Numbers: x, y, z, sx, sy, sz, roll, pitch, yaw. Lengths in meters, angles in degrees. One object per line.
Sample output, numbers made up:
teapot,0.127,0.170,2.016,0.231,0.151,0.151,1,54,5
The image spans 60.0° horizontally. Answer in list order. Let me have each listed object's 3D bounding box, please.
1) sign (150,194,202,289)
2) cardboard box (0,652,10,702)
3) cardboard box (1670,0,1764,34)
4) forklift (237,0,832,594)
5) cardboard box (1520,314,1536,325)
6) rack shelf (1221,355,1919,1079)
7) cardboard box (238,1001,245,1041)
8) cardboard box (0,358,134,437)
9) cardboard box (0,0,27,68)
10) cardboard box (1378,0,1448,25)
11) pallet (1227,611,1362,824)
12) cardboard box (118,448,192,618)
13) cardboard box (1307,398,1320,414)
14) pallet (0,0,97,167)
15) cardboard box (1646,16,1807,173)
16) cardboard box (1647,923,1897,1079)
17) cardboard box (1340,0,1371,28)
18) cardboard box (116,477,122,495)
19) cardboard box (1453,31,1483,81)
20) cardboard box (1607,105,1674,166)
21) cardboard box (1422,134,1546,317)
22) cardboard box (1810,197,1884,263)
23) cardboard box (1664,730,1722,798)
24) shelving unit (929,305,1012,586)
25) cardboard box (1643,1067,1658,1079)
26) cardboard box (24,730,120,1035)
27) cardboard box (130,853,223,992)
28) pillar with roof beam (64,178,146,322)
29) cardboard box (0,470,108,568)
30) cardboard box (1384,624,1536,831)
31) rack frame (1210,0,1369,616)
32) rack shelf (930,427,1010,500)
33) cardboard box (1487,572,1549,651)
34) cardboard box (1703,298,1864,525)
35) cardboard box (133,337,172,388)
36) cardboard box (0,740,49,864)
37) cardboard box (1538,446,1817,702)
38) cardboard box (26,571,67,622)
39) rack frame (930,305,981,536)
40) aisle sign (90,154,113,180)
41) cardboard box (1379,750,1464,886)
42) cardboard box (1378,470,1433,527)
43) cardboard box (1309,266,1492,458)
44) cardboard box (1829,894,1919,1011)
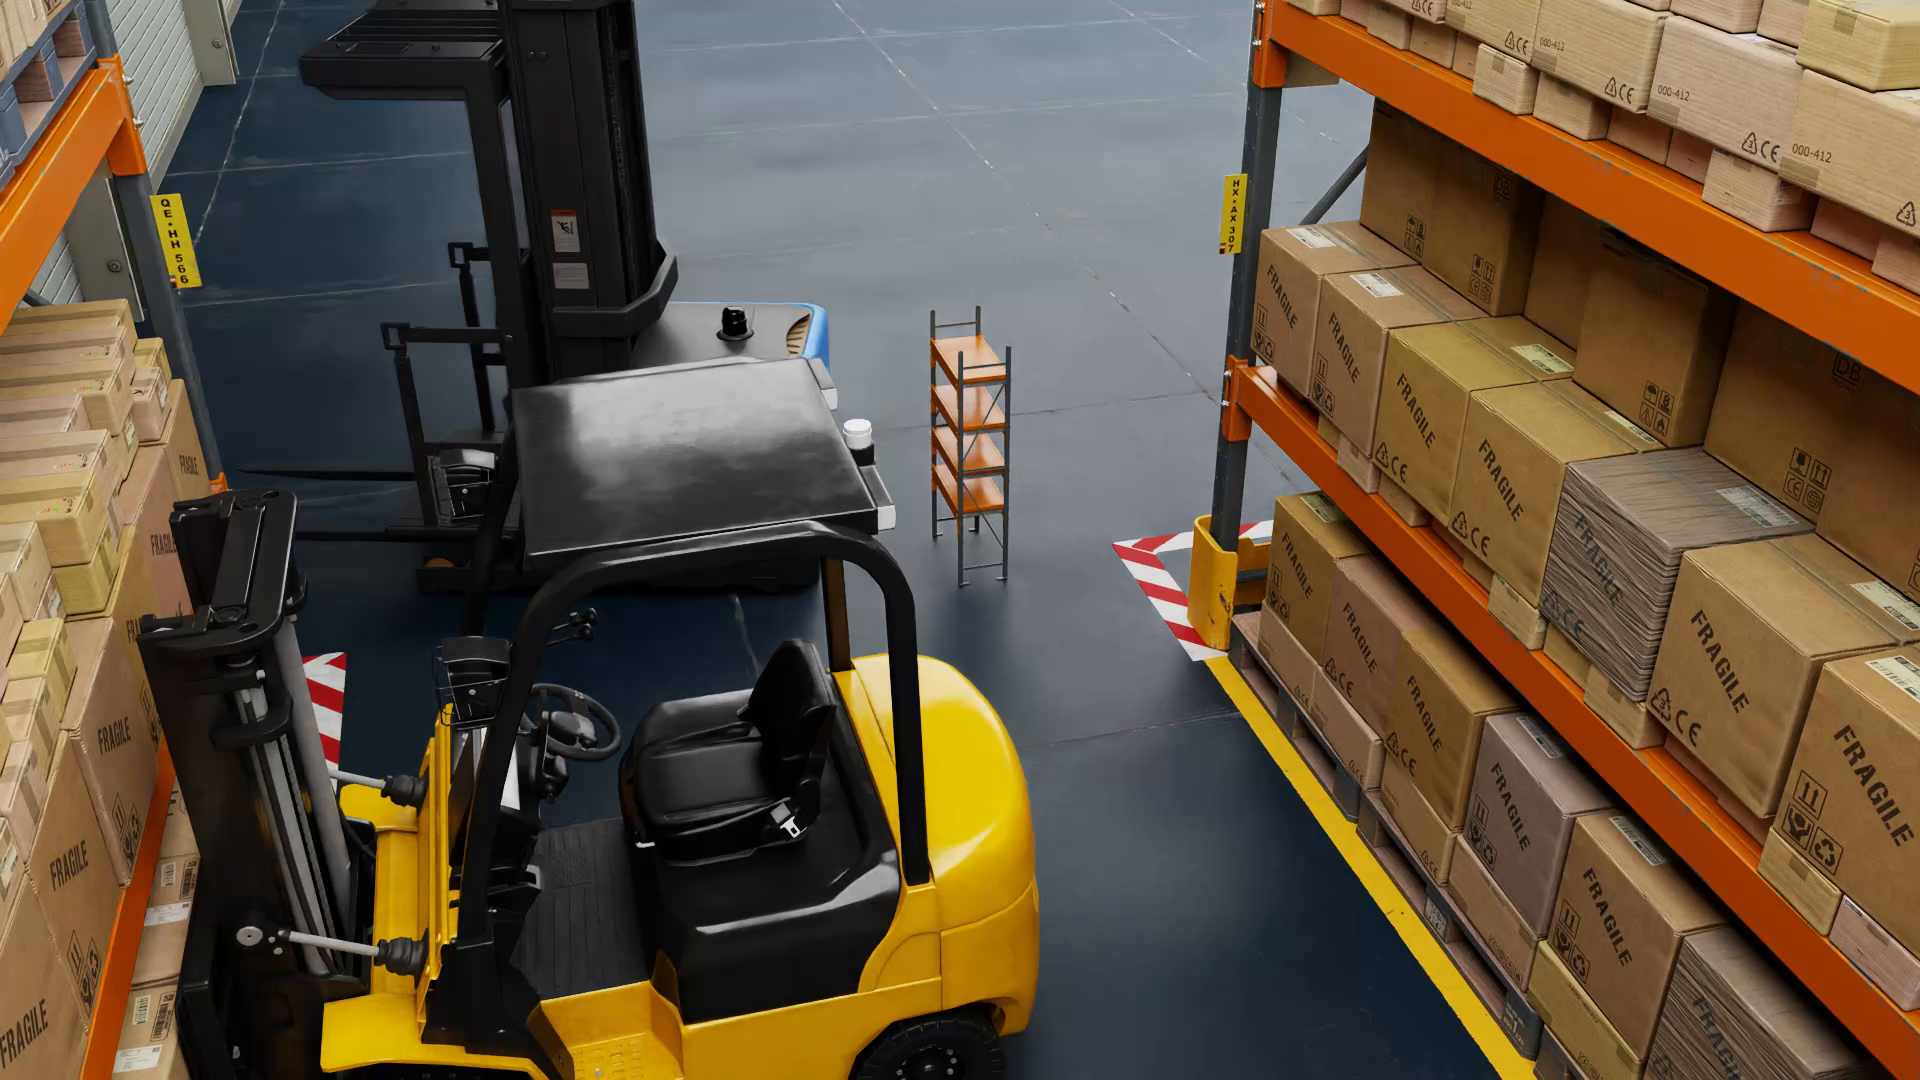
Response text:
sign,-2.642,-1.004,5.598,0.100,0.325,0.005,-8,31,-13
cardboard box,-2.324,0.339,3.625,0.380,0.149,0.250,-8,31,-13
cardboard box,1.974,-1.341,4.033,0.380,0.149,0.250,-7,31,-13
forklift,-2.156,-1.276,7.528,3.031,2.935,1.130,1,30,1
cardboard box,2.154,-0.701,6.069,0.500,0.500,0.500,-8,31,-13
rack shelf,2.147,0.281,5.489,1.077,0.370,4.000,-8,31,-13
cardboard box,-2.333,1.591,4.833,0.500,0.250,0.500,-7,31,-12
cardboard box,-2.679,-0.405,4.911,0.380,0.149,0.250,-7,31,-12
cardboard box,-2.589,-1.317,4.153,0.396,0.266,0.258,-8,31,-13
cardboard box,1.617,-1.836,5.286,0.500,0.250,0.500,-8,31,-14
pallet,1.818,0.644,6.926,1.003,0.211,1.213,-8,31,-13
cardboard box,-2.656,0.077,5.023,0.500,0.500,0.500,-7,31,-12
cardboard box,1.587,-0.576,6.502,0.380,0.149,0.250,-7,31,-13
pallet,-3.006,-1.250,4.509,1.003,0.211,1.213,-8,31,-13
cardboard box,2.045,-1.096,4.008,0.500,0.250,0.500,-8,31,-14
cardboard box,2.262,1.369,4.467,0.500,0.500,0.500,-8,31,-14
cardboard box,1.547,-1.868,5.739,0.380,0.149,0.250,-9,31,-15
cardboard box,-2.645,-0.154,4.775,0.380,0.149,0.250,-8,31,-14
cardboard box,1.748,-1.491,5.088,0.380,0.149,0.250,-9,31,-15
cardboard box,1.982,-1.125,4.456,0.380,0.149,0.250,-8,31,-14
cardboard box,2.089,-1.138,5.827,0.700,0.500,0.500,-8,31,-13
cardboard box,2.205,-0.749,3.806,0.380,0.149,0.250,-9,31,-15
cardboard box,2.179,0.552,4.554,0.380,0.149,0.250,-8,31,-14
shelving unit,0.044,-0.439,7.811,0.258,1.200,0.503,-8,31,-13
cardboard box,2.262,1.694,4.655,0.500,0.250,0.500,-6,31,-11
cardboard box,-2.263,0.811,3.754,0.500,0.500,0.500,-8,31,-14
cardboard box,-2.334,1.156,4.586,0.500,0.250,0.500,-8,31,-14
pillar with roof beam,-1.295,-5.945,9.539,9.100,9.000,0.400,-8,31,-13
cardboard box,-2.435,-0.039,4.279,0.380,0.149,0.250,-7,31,-12
cardboard box,1.839,0.620,5.761,0.500,0.500,0.500,-7,31,-12
rack frame,1.616,-0.996,6.977,1.000,3.000,0.127,-8,31,-13
rack shelf,0.044,-0.381,7.845,0.258,0.148,0.480,-8,31,-13
cardboard box,1.883,0.192,5.174,0.380,0.149,0.250,-8,31,-13
cardboard box,2.548,-0.406,4.563,0.700,0.500,0.500,-9,31,-14
cardboard box,-2.806,-0.528,5.421,0.380,0.149,0.250,-7,31,-13
cardboard box,-2.166,0.581,3.504,0.380,0.149,0.250,-8,31,-14
cardboard box,2.035,0.084,4.713,0.500,0.500,0.500,-7,31,-12
cardboard box,-2.463,0.220,4.128,0.380,0.149,0.250,-8,31,-14
rack frame,-0.021,-0.557,8.015,0.240,1.200,0.015,-8,31,-13
aisle sign,-2.903,-1.531,5.305,0.394,0.787,0.004,-8,31,-13
cardboard box,1.849,0.948,5.944,0.500,0.250,0.500,-6,31,-10
cardboard box,1.704,-0.188,5.831,0.380,0.149,0.250,-7,31,-12
cardboard box,1.615,-0.653,5.987,0.500,0.500,0.500,-7,31,-12
cardboard box,2.299,0.929,3.901,0.380,0.149,0.250,-8,31,-14
